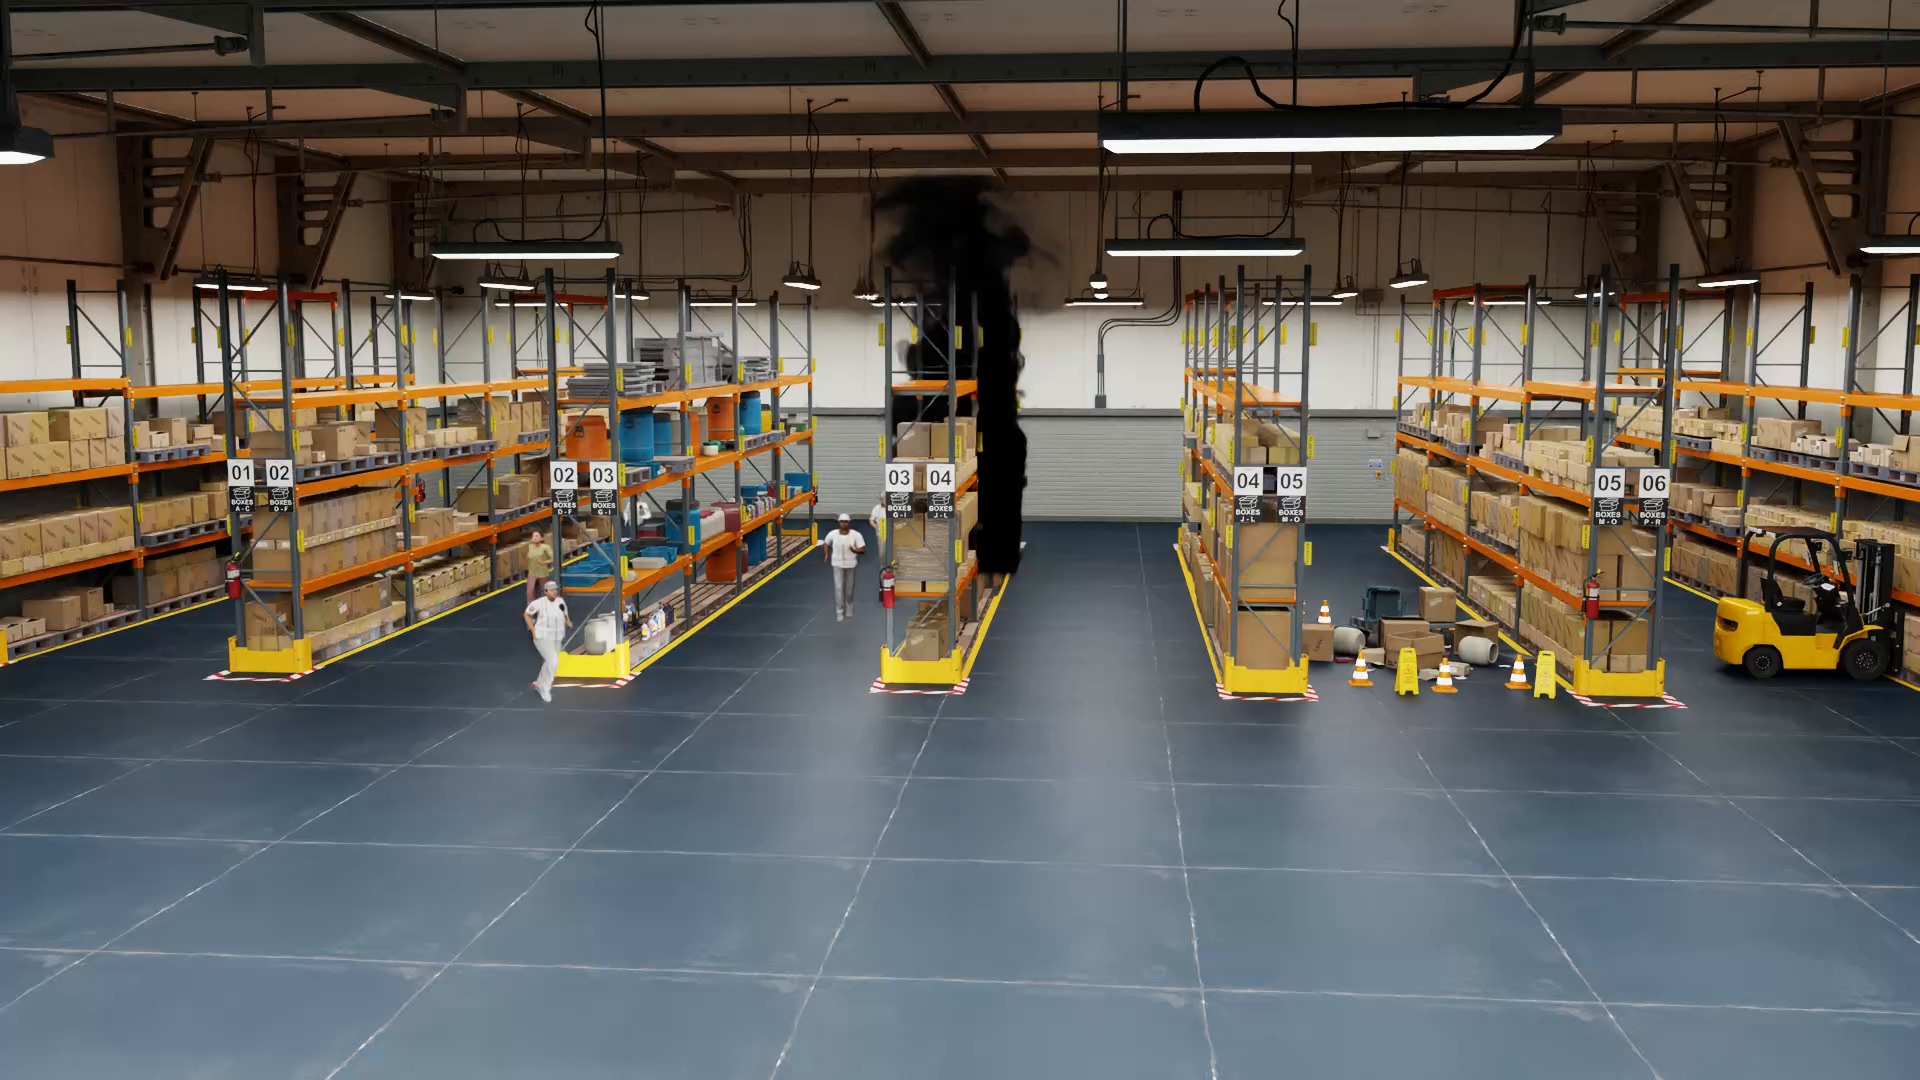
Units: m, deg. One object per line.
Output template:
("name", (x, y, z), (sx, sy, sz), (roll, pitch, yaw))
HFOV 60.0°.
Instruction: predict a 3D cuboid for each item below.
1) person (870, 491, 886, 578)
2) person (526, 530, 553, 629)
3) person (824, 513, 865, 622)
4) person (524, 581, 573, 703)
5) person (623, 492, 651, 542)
("person", (-1.423, -0.086, 32.431), (0.687, 1.768, 0.765), (1, 7, 9))
("person", (-7.319, 0.663, 29.077), (0.545, 1.714, 0.990), (0, 7, 1))
("person", (-1.927, 0.457, 27.737), (0.700, 1.804, 0.920), (0, 7, -4))
("person", (-5.688, 1.395, 23.106), (0.744, 1.677, 0.568), (6, 9, 41))
("person", (-7.138, -0.293, 36.734), (0.624, 1.664, 0.835), (-1, 7, -4))
